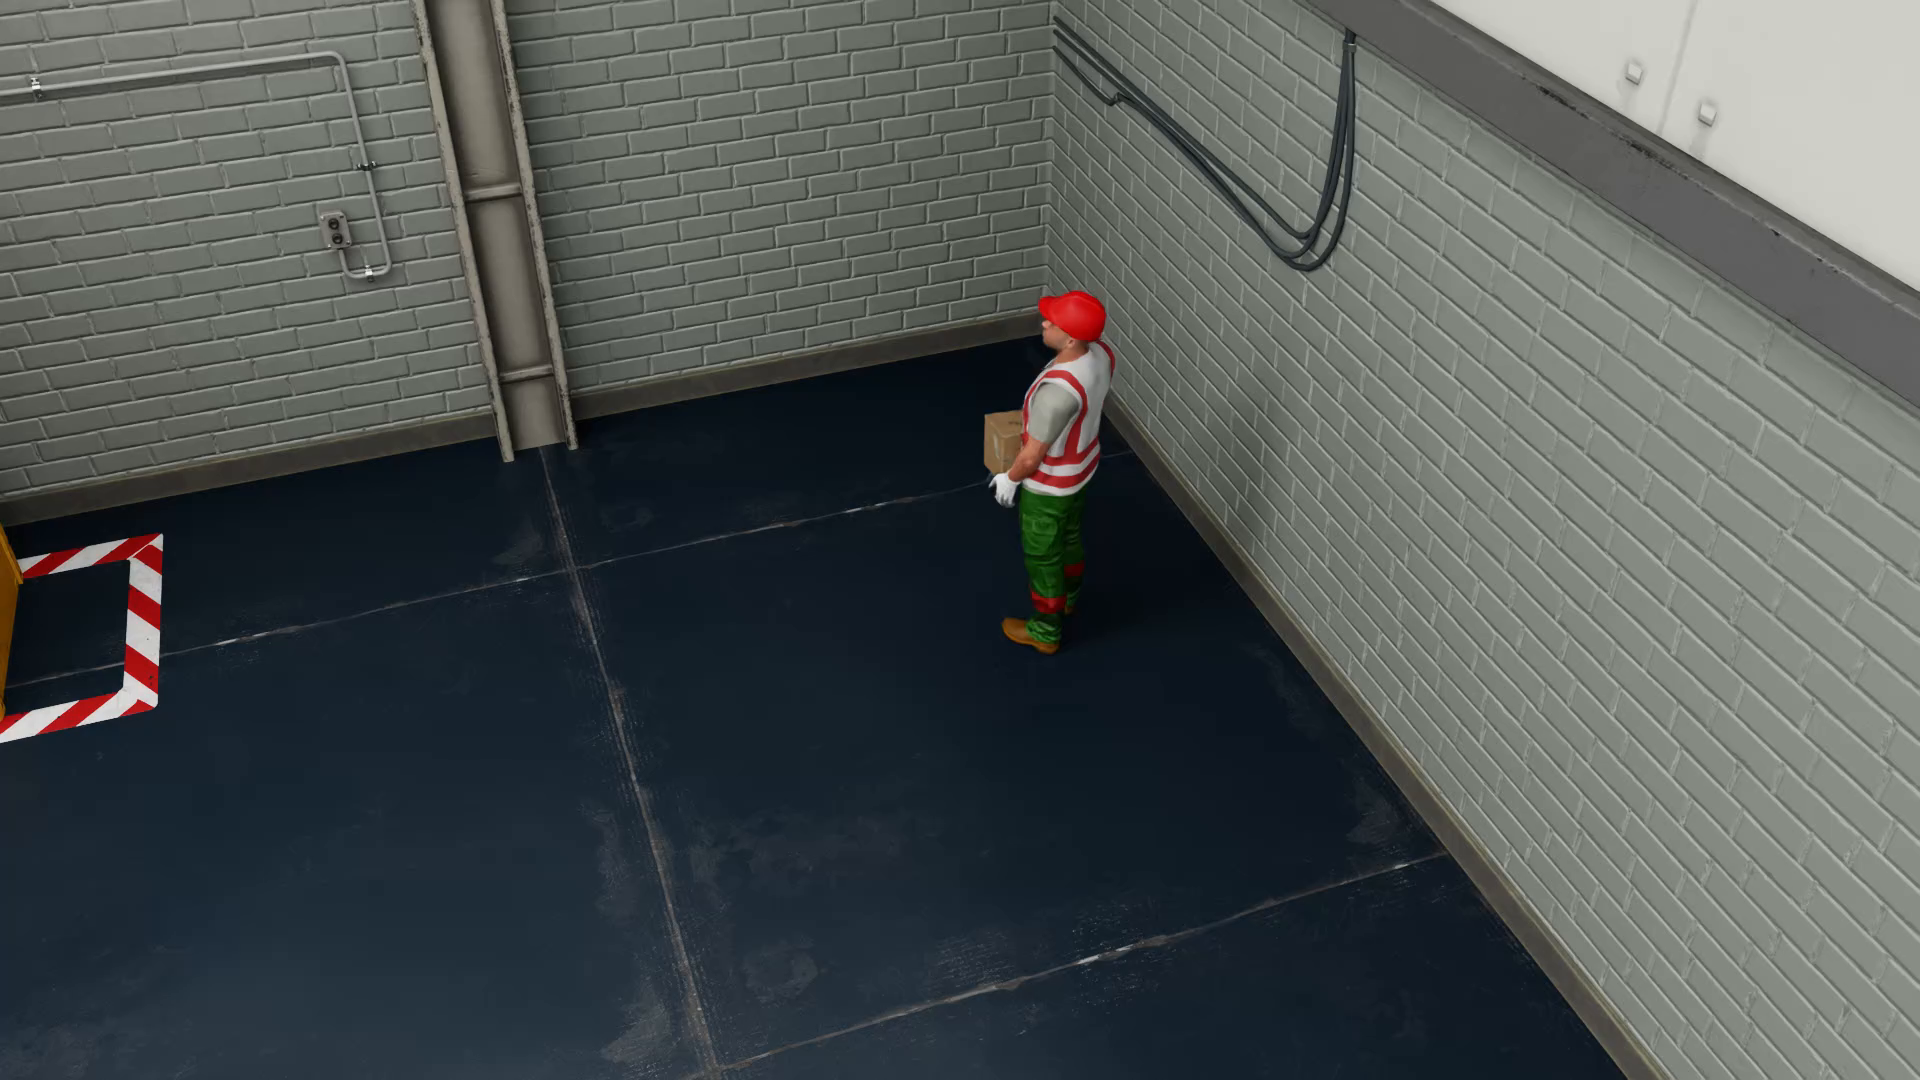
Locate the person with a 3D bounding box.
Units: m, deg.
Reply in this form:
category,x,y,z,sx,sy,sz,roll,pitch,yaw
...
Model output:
category,x,y,z,sx,sy,sz,roll,pitch,yaw
person,0.381,-0.310,7.145,0.463,1.794,0.591,19,41,23
